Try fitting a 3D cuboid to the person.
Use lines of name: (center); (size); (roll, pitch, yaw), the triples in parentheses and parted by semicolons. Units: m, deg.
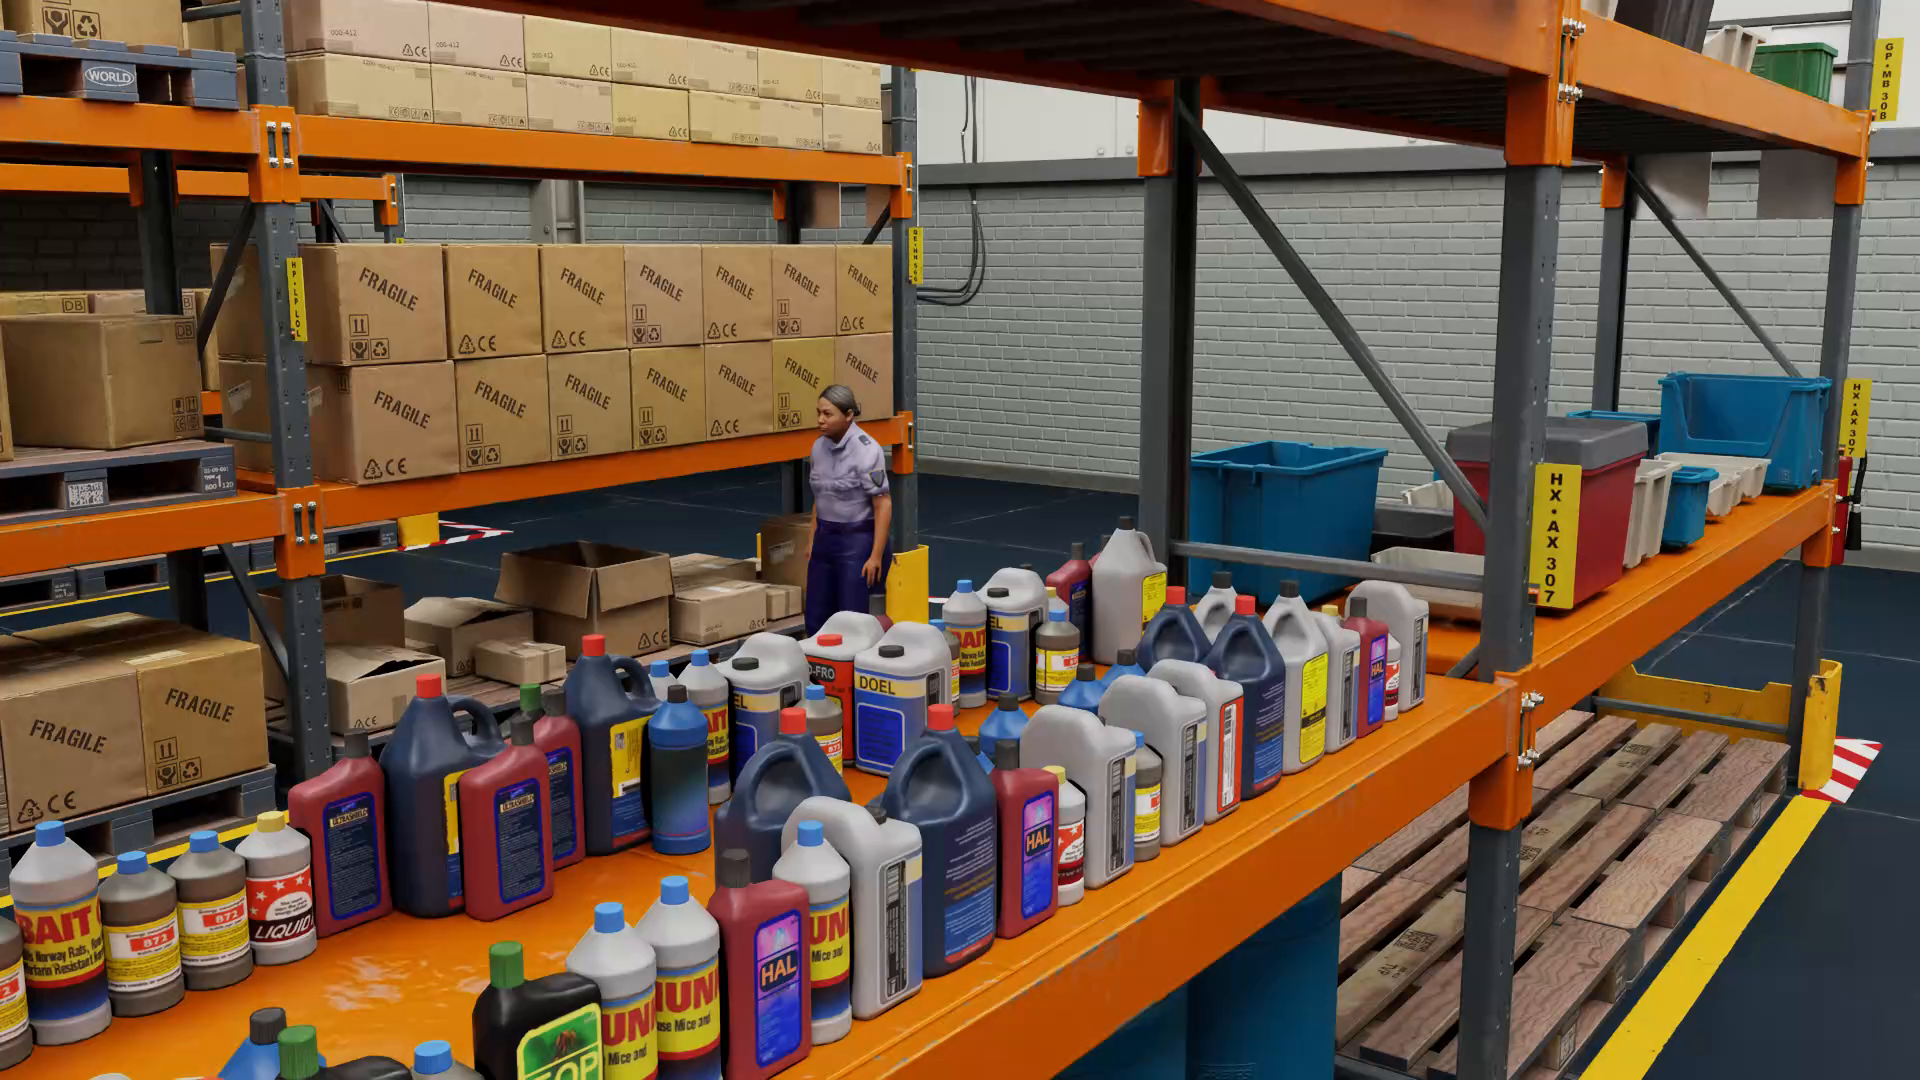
person: (-0.559, 0.066, 8.049); (0.372, 1.650, 0.551); (-9, 14, -43)
